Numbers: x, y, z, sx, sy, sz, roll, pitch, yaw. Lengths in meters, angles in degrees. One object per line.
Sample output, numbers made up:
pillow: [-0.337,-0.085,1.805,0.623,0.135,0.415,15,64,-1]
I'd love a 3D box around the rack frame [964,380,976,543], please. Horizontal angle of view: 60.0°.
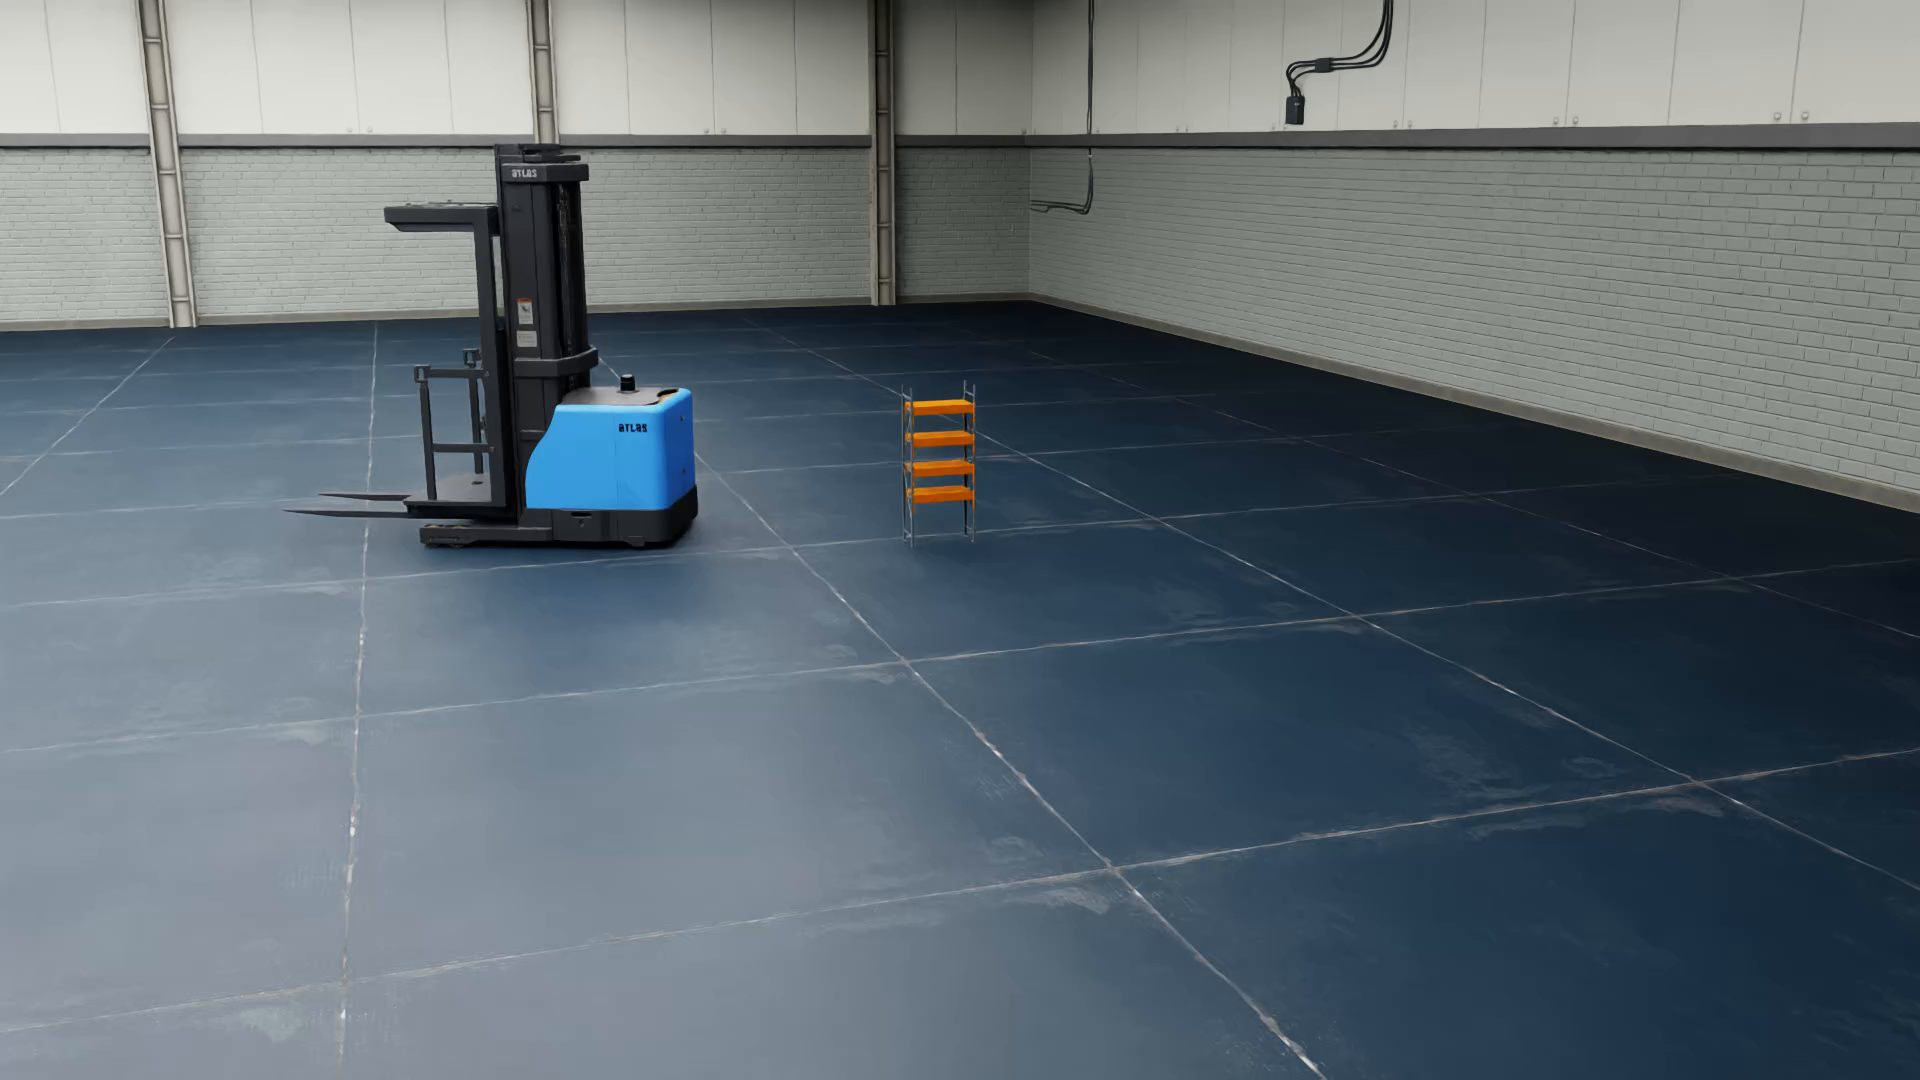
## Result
rack frame: [0.074,-0.590,12.528,0.015,1.200,0.240,-4,14,-18]

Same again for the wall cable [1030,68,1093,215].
wall cable: [1.777,-7.206,30.203,0.112,2.526,3.097,-4,14,-18]

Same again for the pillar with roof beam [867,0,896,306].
pillar with roof beam: [-0.064,-7.845,26.180,0.400,9.000,9.100,-4,14,-18]

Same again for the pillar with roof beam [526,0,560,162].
pillar with roof beam: [-5.751,-7.403,24.318,0.400,9.000,9.100,-4,14,-18]

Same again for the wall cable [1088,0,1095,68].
wall cable: [2.640,-9.070,27.124,0.112,2.526,3.097,-4,14,-18]

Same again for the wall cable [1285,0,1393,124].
wall cable: [4.790,-8.288,20.692,0.169,6.003,2.305,-4,14,-18]

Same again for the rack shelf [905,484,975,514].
rack shelf: [-0.157,-0.313,12.514,0.480,0.148,0.258,-4,14,-18]

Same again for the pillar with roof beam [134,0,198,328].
pillar with roof beam: [-11.437,-6.960,22.456,0.400,9.000,9.100,-4,14,-18]

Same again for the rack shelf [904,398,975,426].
rack shelf: [-0.157,-0.954,12.362,0.480,0.148,0.258,-4,14,-18]

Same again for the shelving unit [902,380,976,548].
shelving unit: [-0.157,-0.572,12.453,0.503,1.200,0.258,-4,14,-18]

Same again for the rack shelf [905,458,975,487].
rack shelf: [-0.157,-0.506,12.468,0.480,0.148,0.258,-4,14,-18]

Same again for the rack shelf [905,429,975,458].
rack shelf: [-0.157,-0.724,12.416,0.480,0.148,0.258,-4,14,-18]

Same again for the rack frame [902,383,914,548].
rack frame: [-0.388,-0.553,12.377,0.015,1.200,0.240,-4,14,-18]

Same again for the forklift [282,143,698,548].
forklift: [-3.621,-1.488,12.563,3.031,2.935,1.130,1,13,4]
